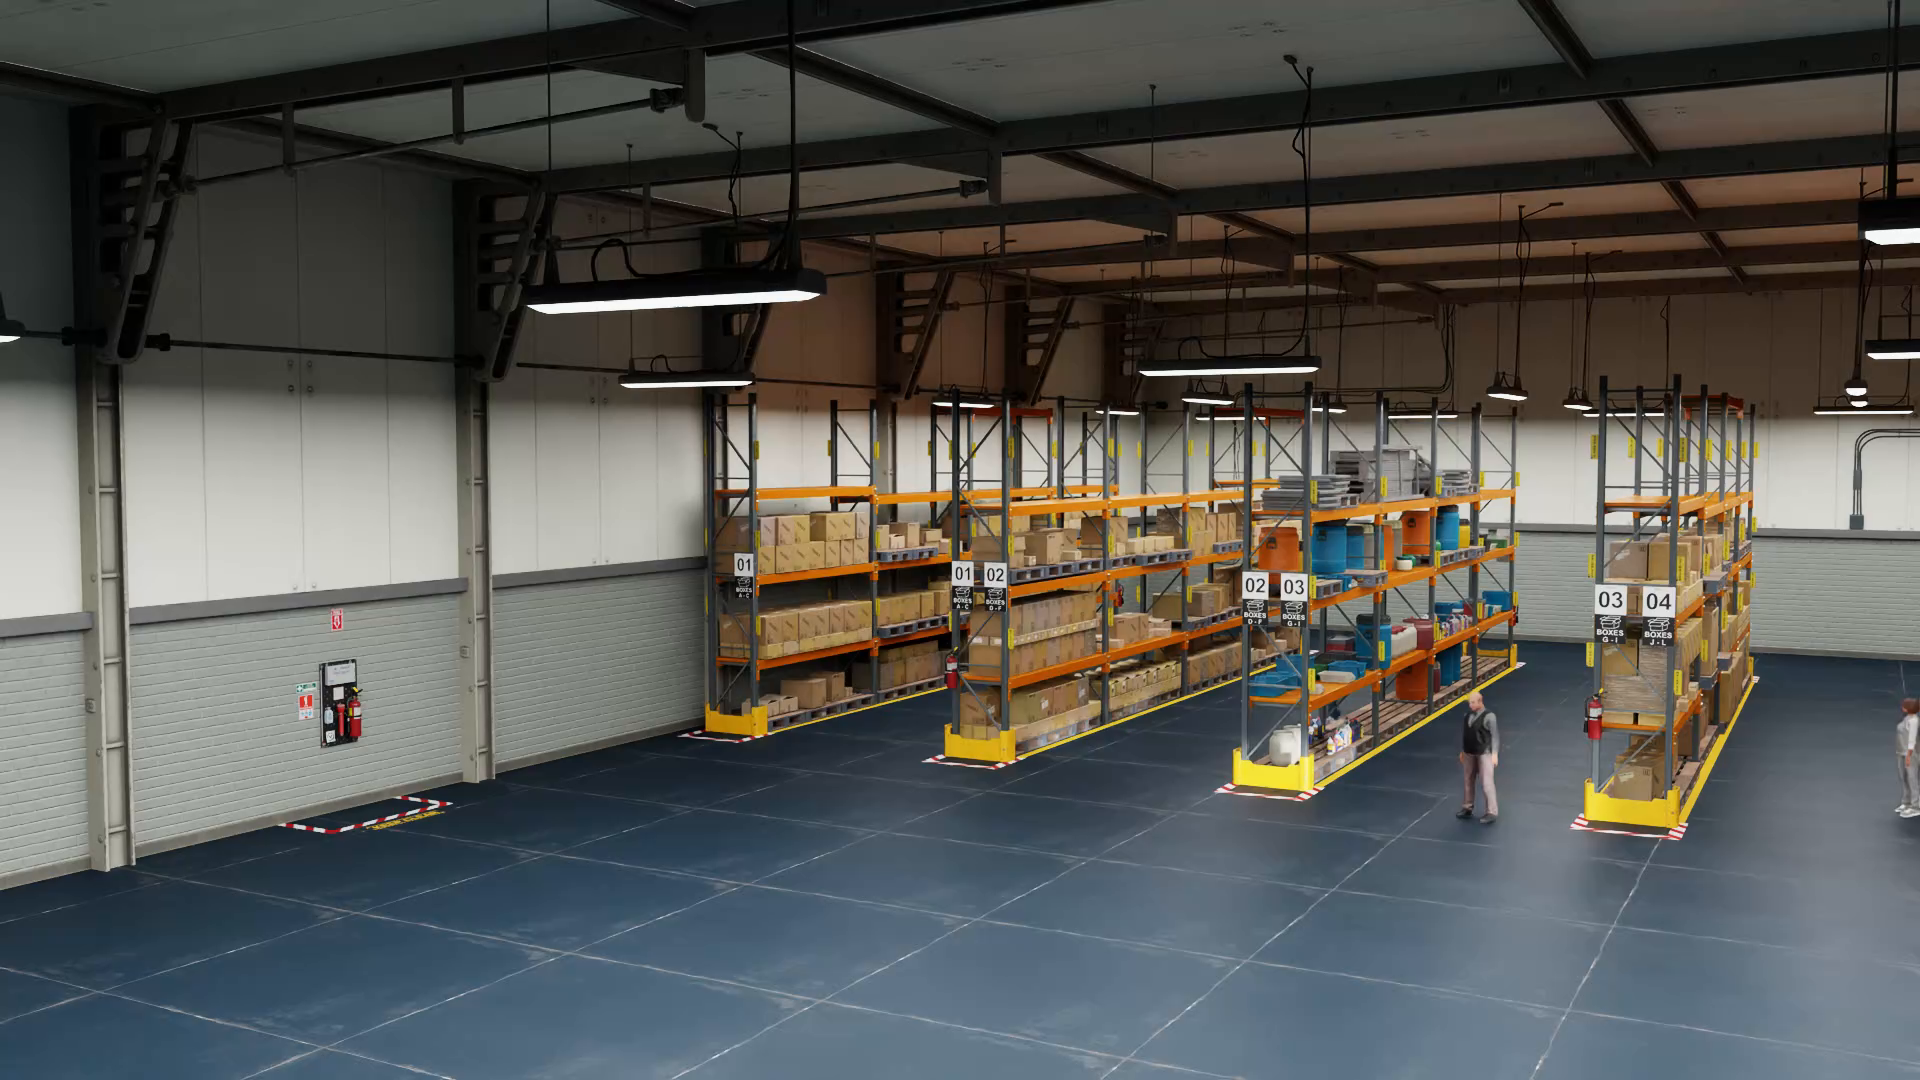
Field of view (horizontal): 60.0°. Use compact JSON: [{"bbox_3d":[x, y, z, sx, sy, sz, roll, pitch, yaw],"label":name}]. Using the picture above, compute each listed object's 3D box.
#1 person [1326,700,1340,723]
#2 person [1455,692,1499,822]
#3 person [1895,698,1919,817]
[{"bbox_3d":[6.774,2.562,30.449,0.472,1.597,0.741,-1,3,-19],"label":"person"},{"bbox_3d":[6.997,2.919,22.542,0.418,1.720,0.583,-2,4,-31],"label":"person"},{"bbox_3d":[13.026,2.969,22.846,0.337,1.611,0.444,0,3,5],"label":"person"}]
